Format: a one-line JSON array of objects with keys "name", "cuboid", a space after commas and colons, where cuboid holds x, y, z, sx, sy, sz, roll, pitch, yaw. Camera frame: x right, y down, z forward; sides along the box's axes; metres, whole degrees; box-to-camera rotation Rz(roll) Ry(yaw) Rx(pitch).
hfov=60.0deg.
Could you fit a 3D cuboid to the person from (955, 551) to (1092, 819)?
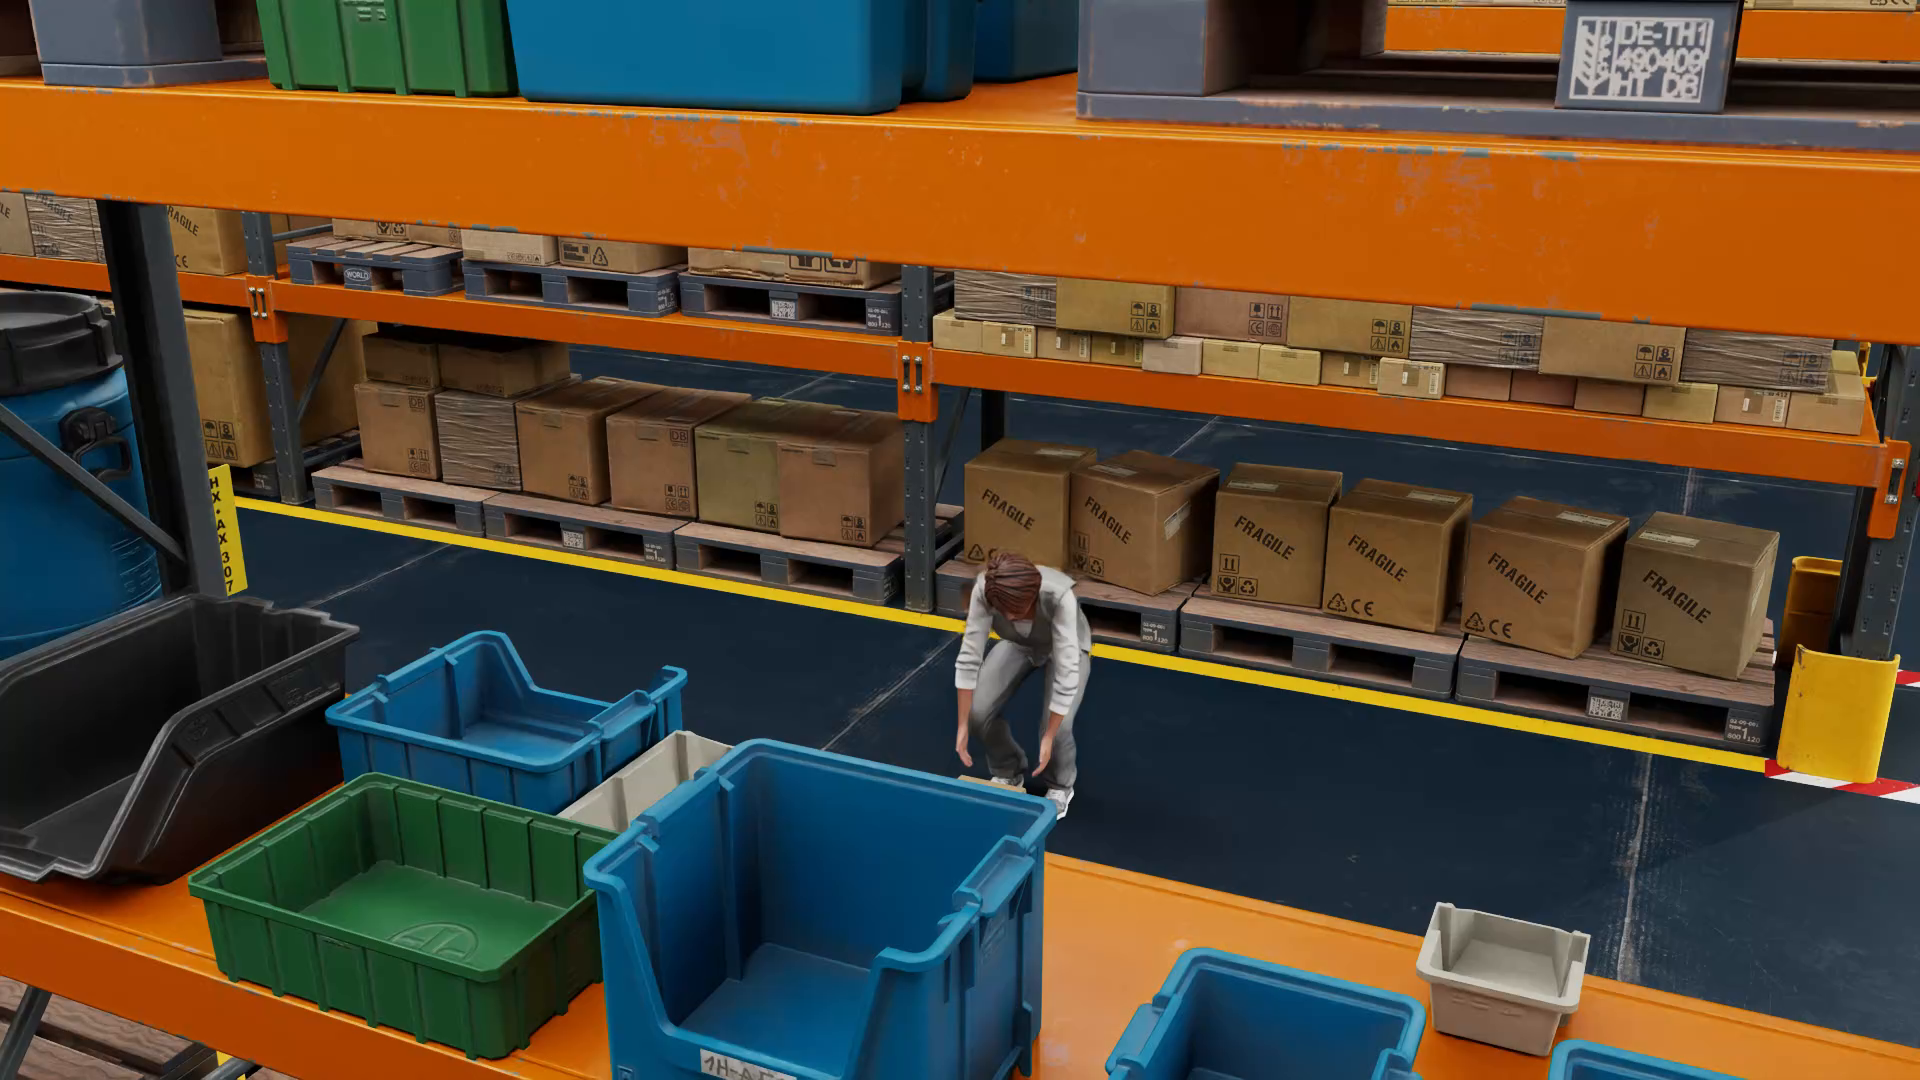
[{"name": "person", "cuboid": [-8.242, -3.143, 8.890, 19.232, 6.004, 24.894, 8, 21, 23]}]
